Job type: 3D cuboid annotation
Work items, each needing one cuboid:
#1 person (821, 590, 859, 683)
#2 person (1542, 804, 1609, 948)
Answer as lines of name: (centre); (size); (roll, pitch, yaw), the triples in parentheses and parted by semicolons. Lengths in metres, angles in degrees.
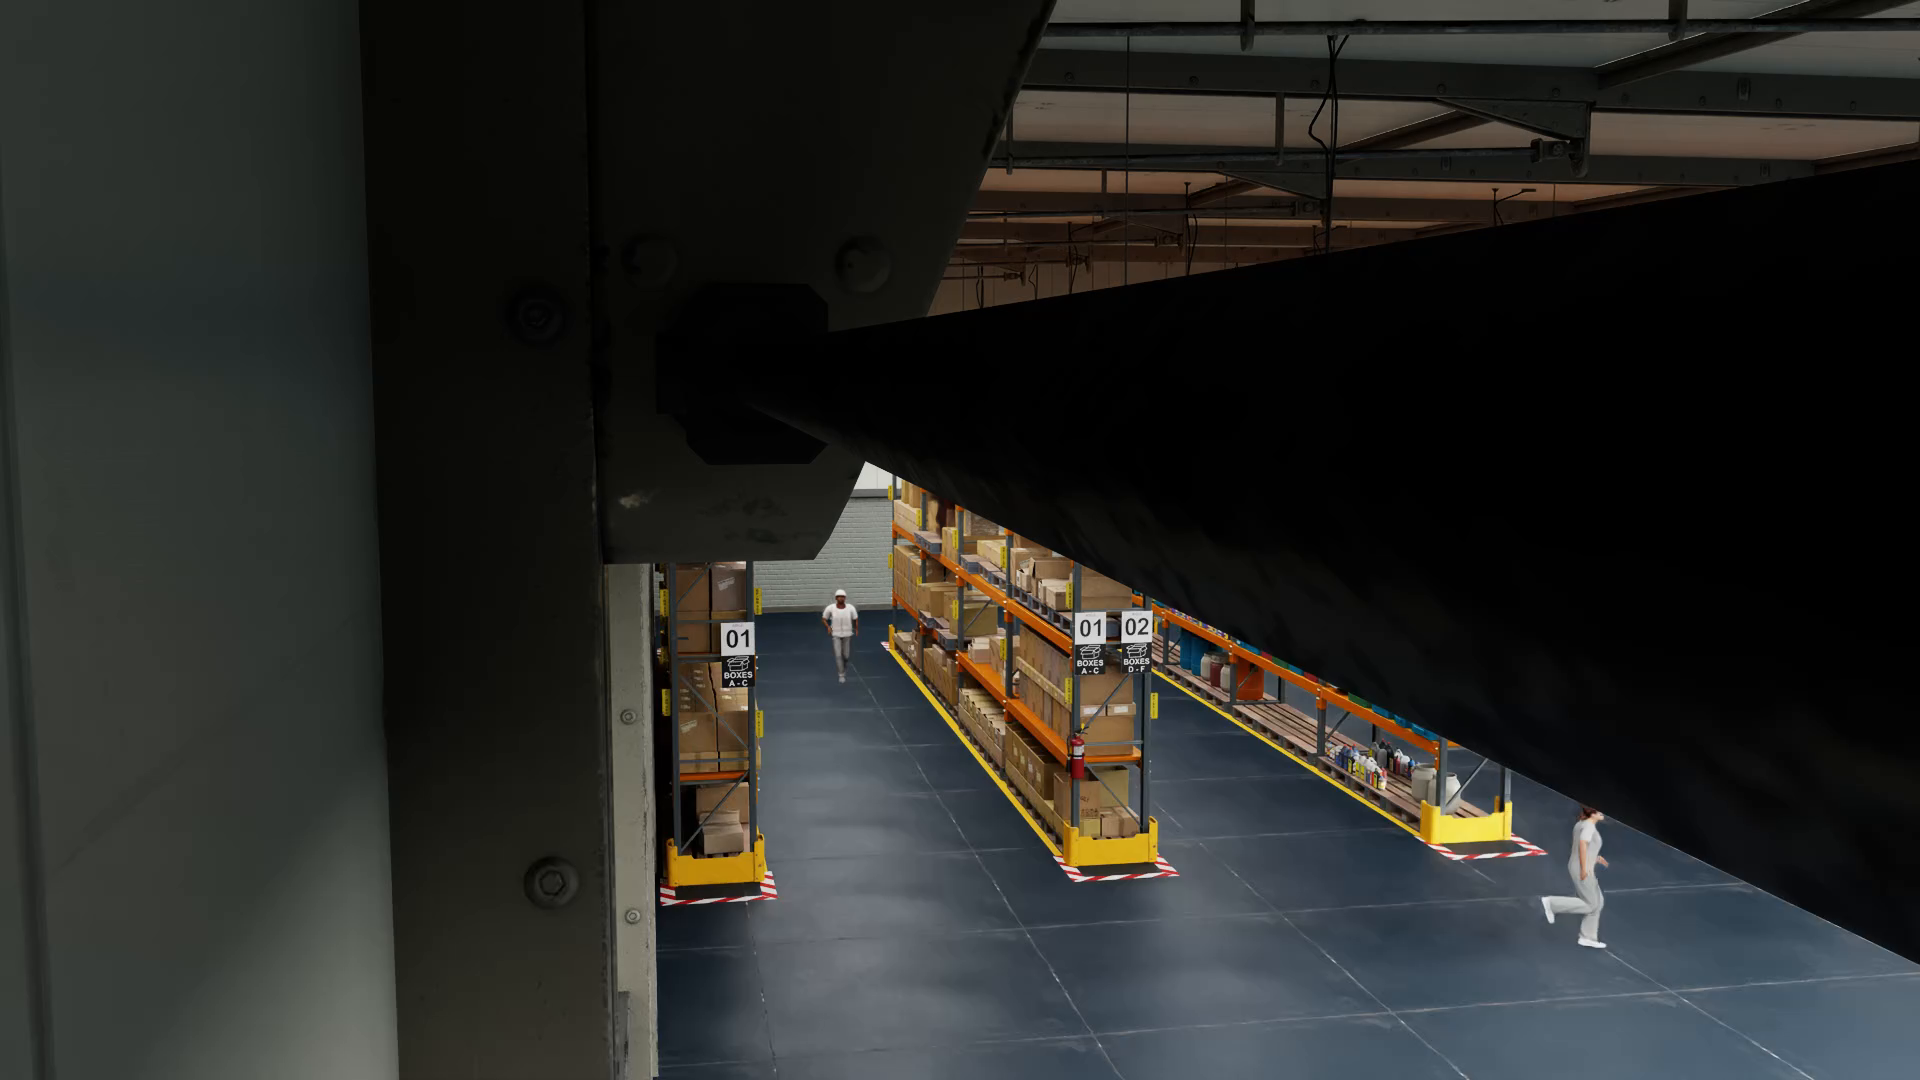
person: (-2.257, 1.795, 31.399); (0.701, 1.744, 0.680); (-1, 6, -9)
person: (6.676, 3.605, 18.018); (0.688, 1.628, 0.589); (1, 6, 11)
